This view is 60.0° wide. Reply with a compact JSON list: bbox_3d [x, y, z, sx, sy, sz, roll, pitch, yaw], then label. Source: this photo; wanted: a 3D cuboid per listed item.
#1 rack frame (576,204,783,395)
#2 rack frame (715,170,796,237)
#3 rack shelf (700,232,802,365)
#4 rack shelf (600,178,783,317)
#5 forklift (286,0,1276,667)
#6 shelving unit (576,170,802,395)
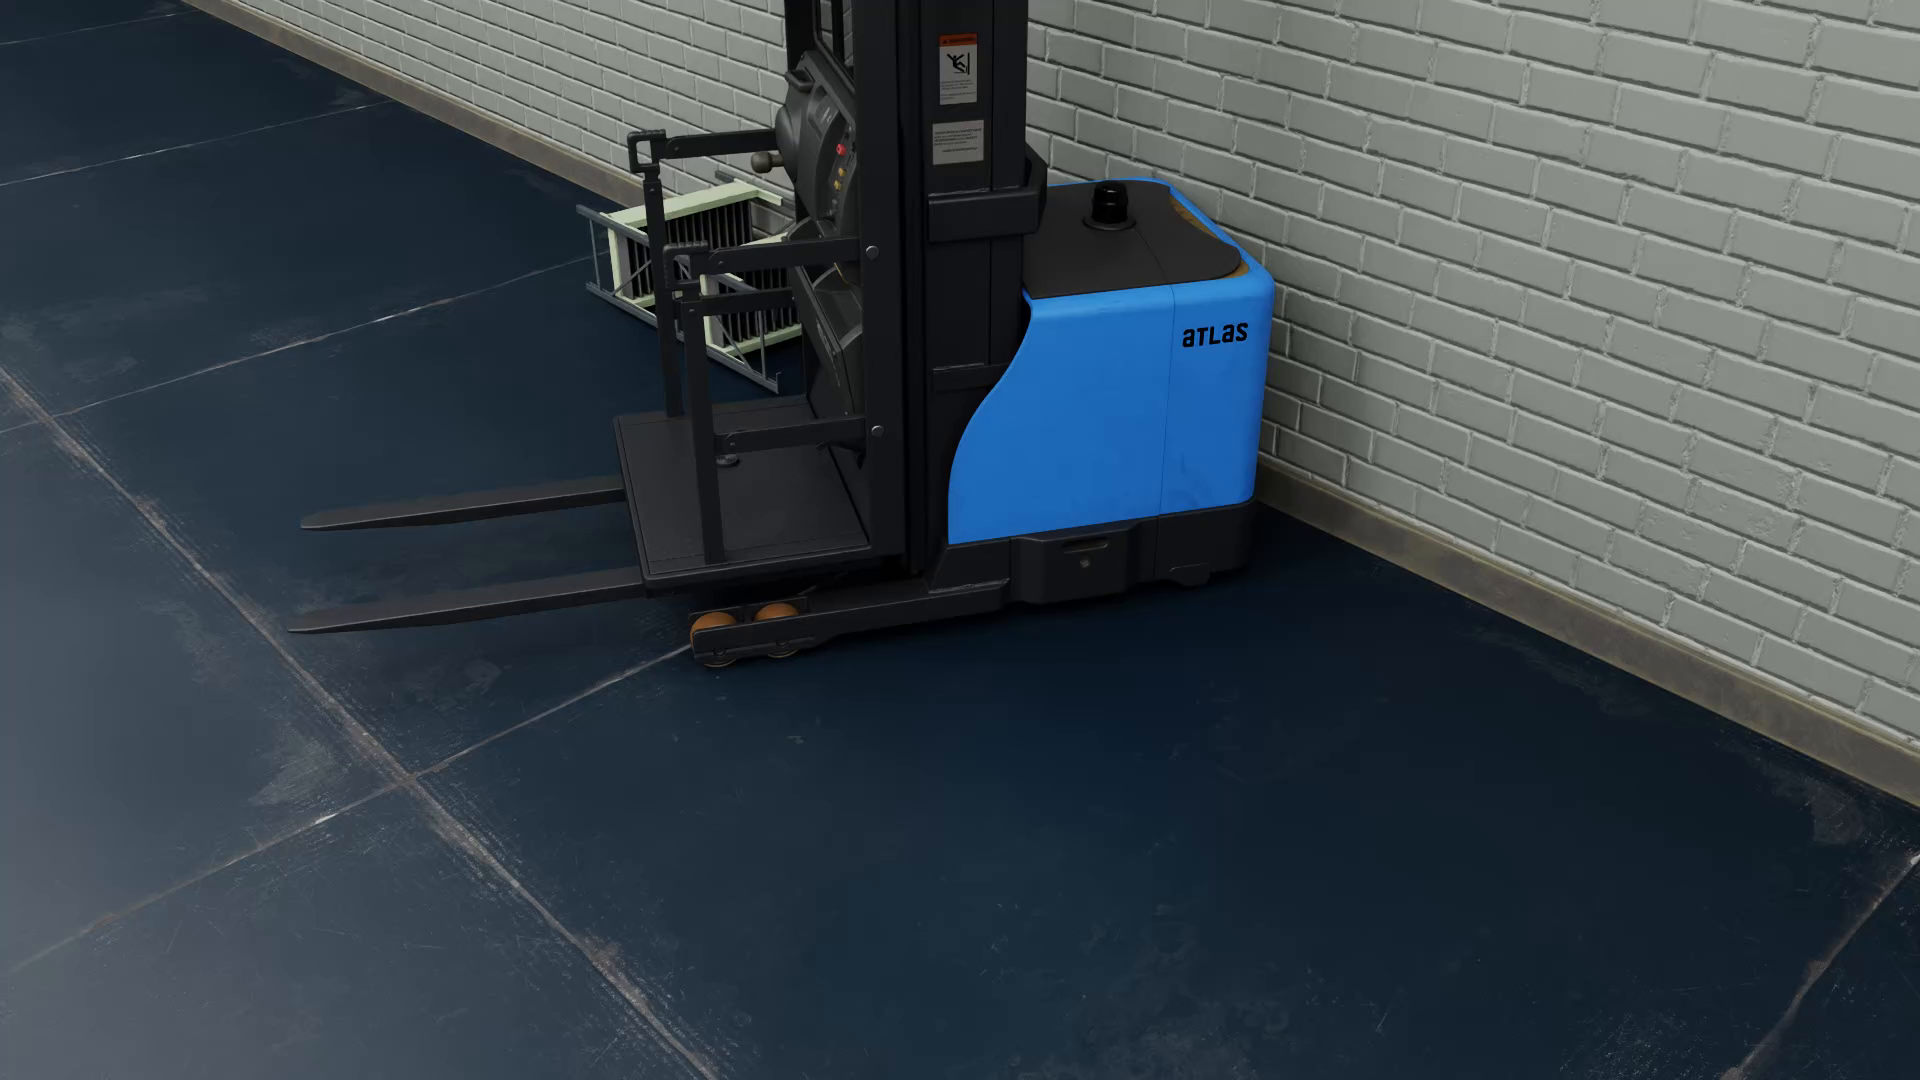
[{"bbox_3d":[-1.203,-1.034,6.987,0.023,0.400,1.500,-24,37,-34],"label":"rack frame"},{"bbox_3d":[-0.649,-1.278,7.399,0.023,0.400,1.500,-24,37,-34],"label":"rack frame"},{"bbox_3d":[-0.713,-1.034,6.979,0.720,0.431,0.370,-24,37,-34],"label":"rack shelf"},{"bbox_3d":[-1.181,-1.302,7.450,0.720,0.431,0.370,-24,37,-34],"label":"rack shelf"},{"bbox_3d":[-0.604,-1.166,4.847,3.031,2.935,1.130,-8,32,-13],"label":"forklift"},{"bbox_3d":[-0.926,-1.156,7.193,0.755,0.431,1.500,-24,37,-34],"label":"shelving unit"}]
